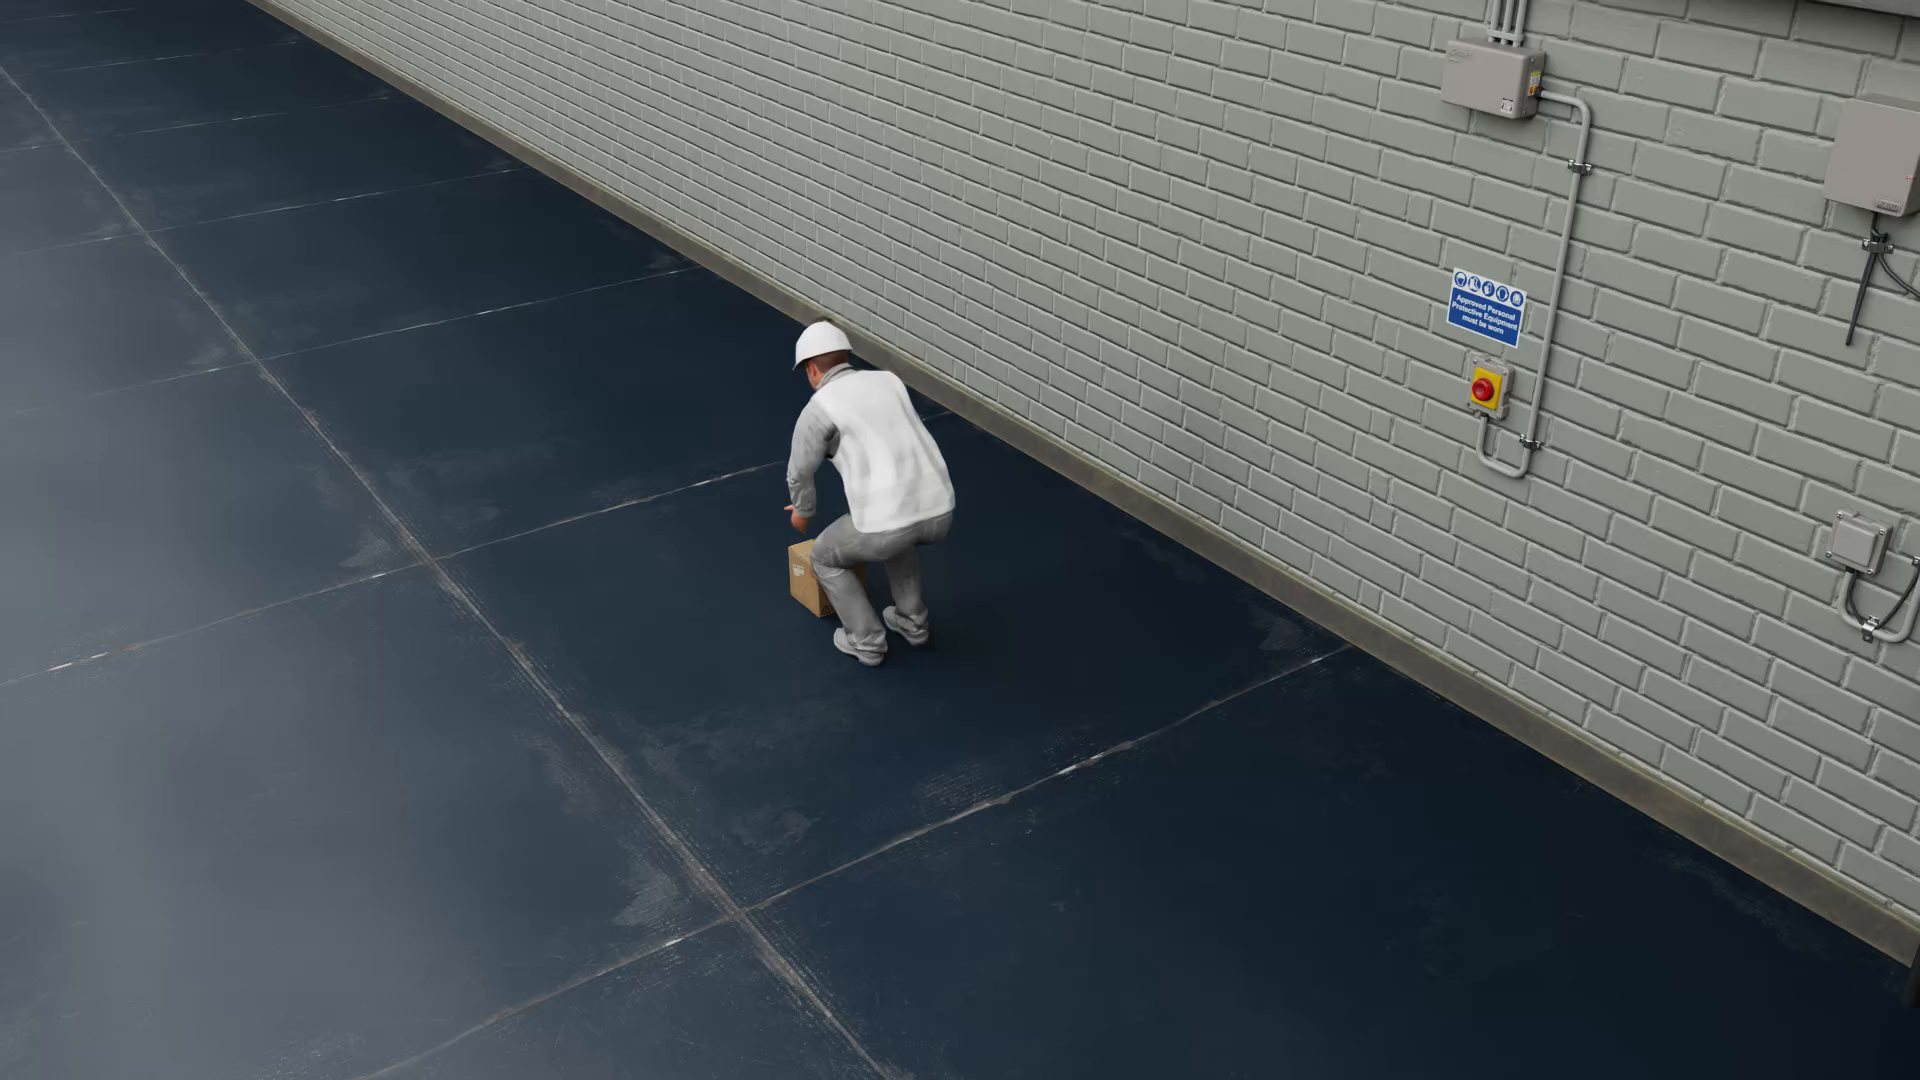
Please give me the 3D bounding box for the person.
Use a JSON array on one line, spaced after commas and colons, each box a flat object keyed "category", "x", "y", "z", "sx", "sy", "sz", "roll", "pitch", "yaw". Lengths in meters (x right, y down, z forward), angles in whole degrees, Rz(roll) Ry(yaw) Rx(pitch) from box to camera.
[{"category": "person", "x": -0.395, "y": -0.171, "z": 6.851, "sx": 0.589, "sy": 1.360, "sz": 0.799, "roll": -19, "pitch": 34, "yaw": -31}]
